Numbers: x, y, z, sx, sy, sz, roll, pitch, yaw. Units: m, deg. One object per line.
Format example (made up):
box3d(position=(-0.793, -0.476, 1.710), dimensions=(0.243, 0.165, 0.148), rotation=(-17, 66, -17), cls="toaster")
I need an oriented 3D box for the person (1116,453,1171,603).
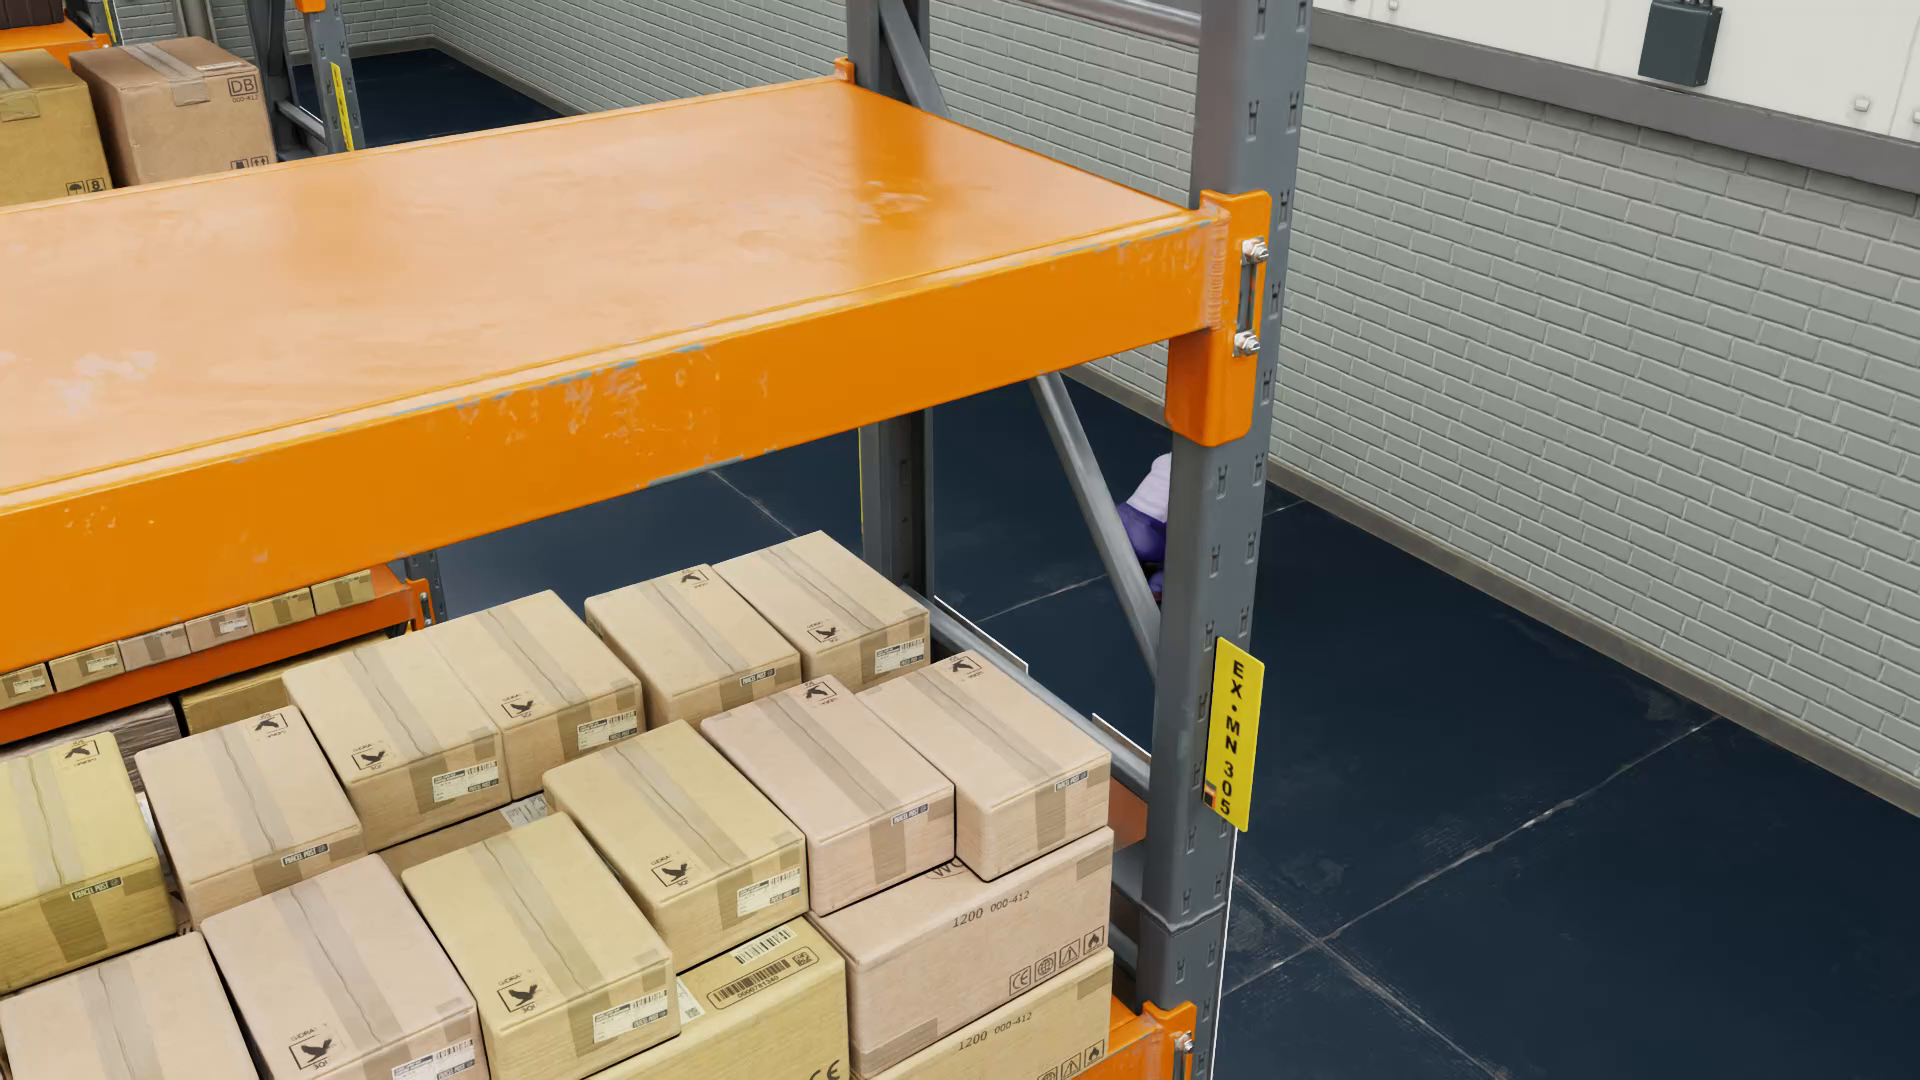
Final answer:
box3d(position=(1.264, -0.134, 9.775), dimensions=(0.746, 0.843, 0.521), rotation=(-19, 34, -31), cls="person")
